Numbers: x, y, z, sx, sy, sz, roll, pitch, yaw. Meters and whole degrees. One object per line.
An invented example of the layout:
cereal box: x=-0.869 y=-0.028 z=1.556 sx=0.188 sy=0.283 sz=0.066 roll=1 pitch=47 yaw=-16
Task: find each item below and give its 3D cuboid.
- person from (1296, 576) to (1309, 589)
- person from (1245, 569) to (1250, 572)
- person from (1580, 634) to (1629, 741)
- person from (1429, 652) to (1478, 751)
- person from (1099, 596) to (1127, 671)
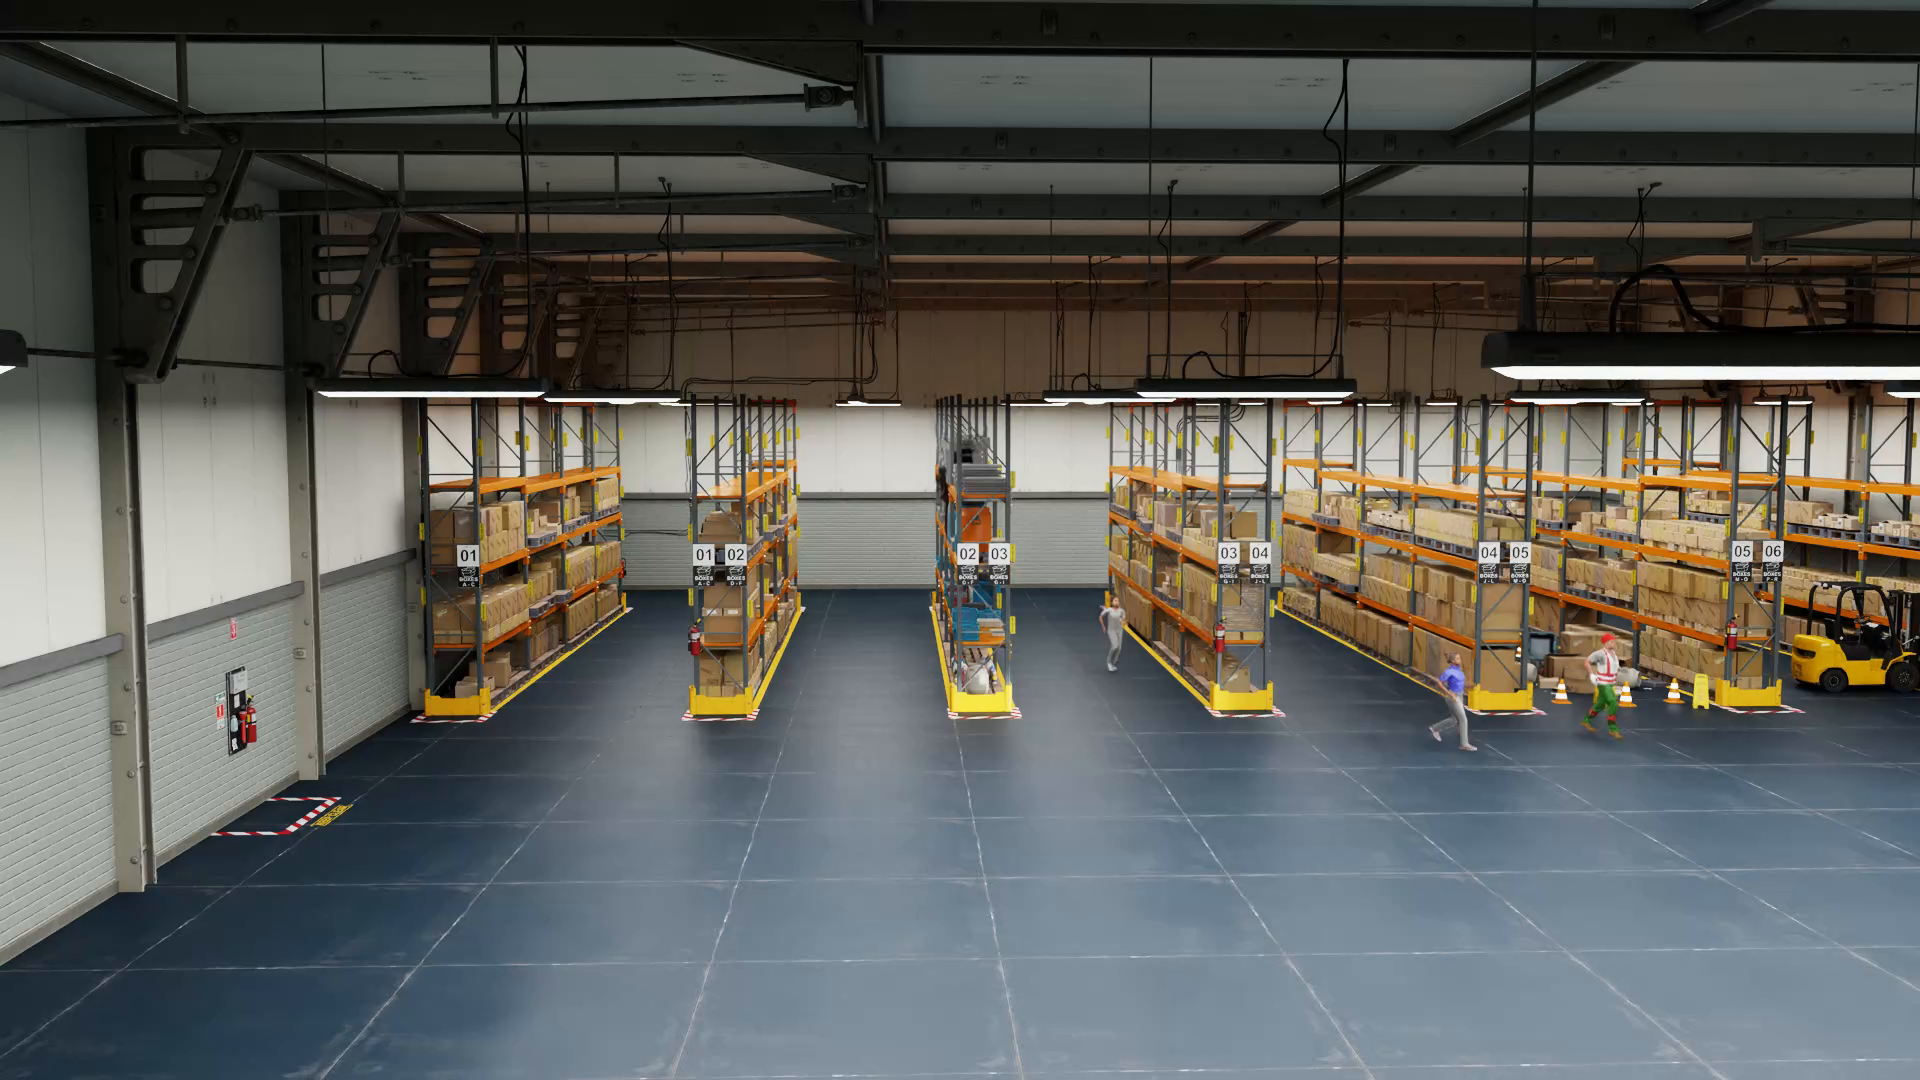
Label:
person: x=10.180 y=1.049 z=48.886 sx=0.628 sy=1.683 sz=0.669 roll=-1 pitch=5 yaw=-8
person: x=8.021 y=1.221 z=45.863 sx=0.712 sy=1.753 sz=0.986 roll=0 pitch=4 yaw=-2
person: x=11.280 y=2.540 z=29.083 sx=0.643 sy=1.827 sz=0.856 roll=-4 pitch=6 yaw=-45
person: x=8.307 y=2.697 z=28.004 sx=0.871 sy=1.626 sz=0.587 roll=3 pitch=6 yaw=37
person: x=3.370 y=2.036 z=36.208 sx=0.541 sy=1.642 sz=0.660 roll=-2 pitch=5 yaw=-19
